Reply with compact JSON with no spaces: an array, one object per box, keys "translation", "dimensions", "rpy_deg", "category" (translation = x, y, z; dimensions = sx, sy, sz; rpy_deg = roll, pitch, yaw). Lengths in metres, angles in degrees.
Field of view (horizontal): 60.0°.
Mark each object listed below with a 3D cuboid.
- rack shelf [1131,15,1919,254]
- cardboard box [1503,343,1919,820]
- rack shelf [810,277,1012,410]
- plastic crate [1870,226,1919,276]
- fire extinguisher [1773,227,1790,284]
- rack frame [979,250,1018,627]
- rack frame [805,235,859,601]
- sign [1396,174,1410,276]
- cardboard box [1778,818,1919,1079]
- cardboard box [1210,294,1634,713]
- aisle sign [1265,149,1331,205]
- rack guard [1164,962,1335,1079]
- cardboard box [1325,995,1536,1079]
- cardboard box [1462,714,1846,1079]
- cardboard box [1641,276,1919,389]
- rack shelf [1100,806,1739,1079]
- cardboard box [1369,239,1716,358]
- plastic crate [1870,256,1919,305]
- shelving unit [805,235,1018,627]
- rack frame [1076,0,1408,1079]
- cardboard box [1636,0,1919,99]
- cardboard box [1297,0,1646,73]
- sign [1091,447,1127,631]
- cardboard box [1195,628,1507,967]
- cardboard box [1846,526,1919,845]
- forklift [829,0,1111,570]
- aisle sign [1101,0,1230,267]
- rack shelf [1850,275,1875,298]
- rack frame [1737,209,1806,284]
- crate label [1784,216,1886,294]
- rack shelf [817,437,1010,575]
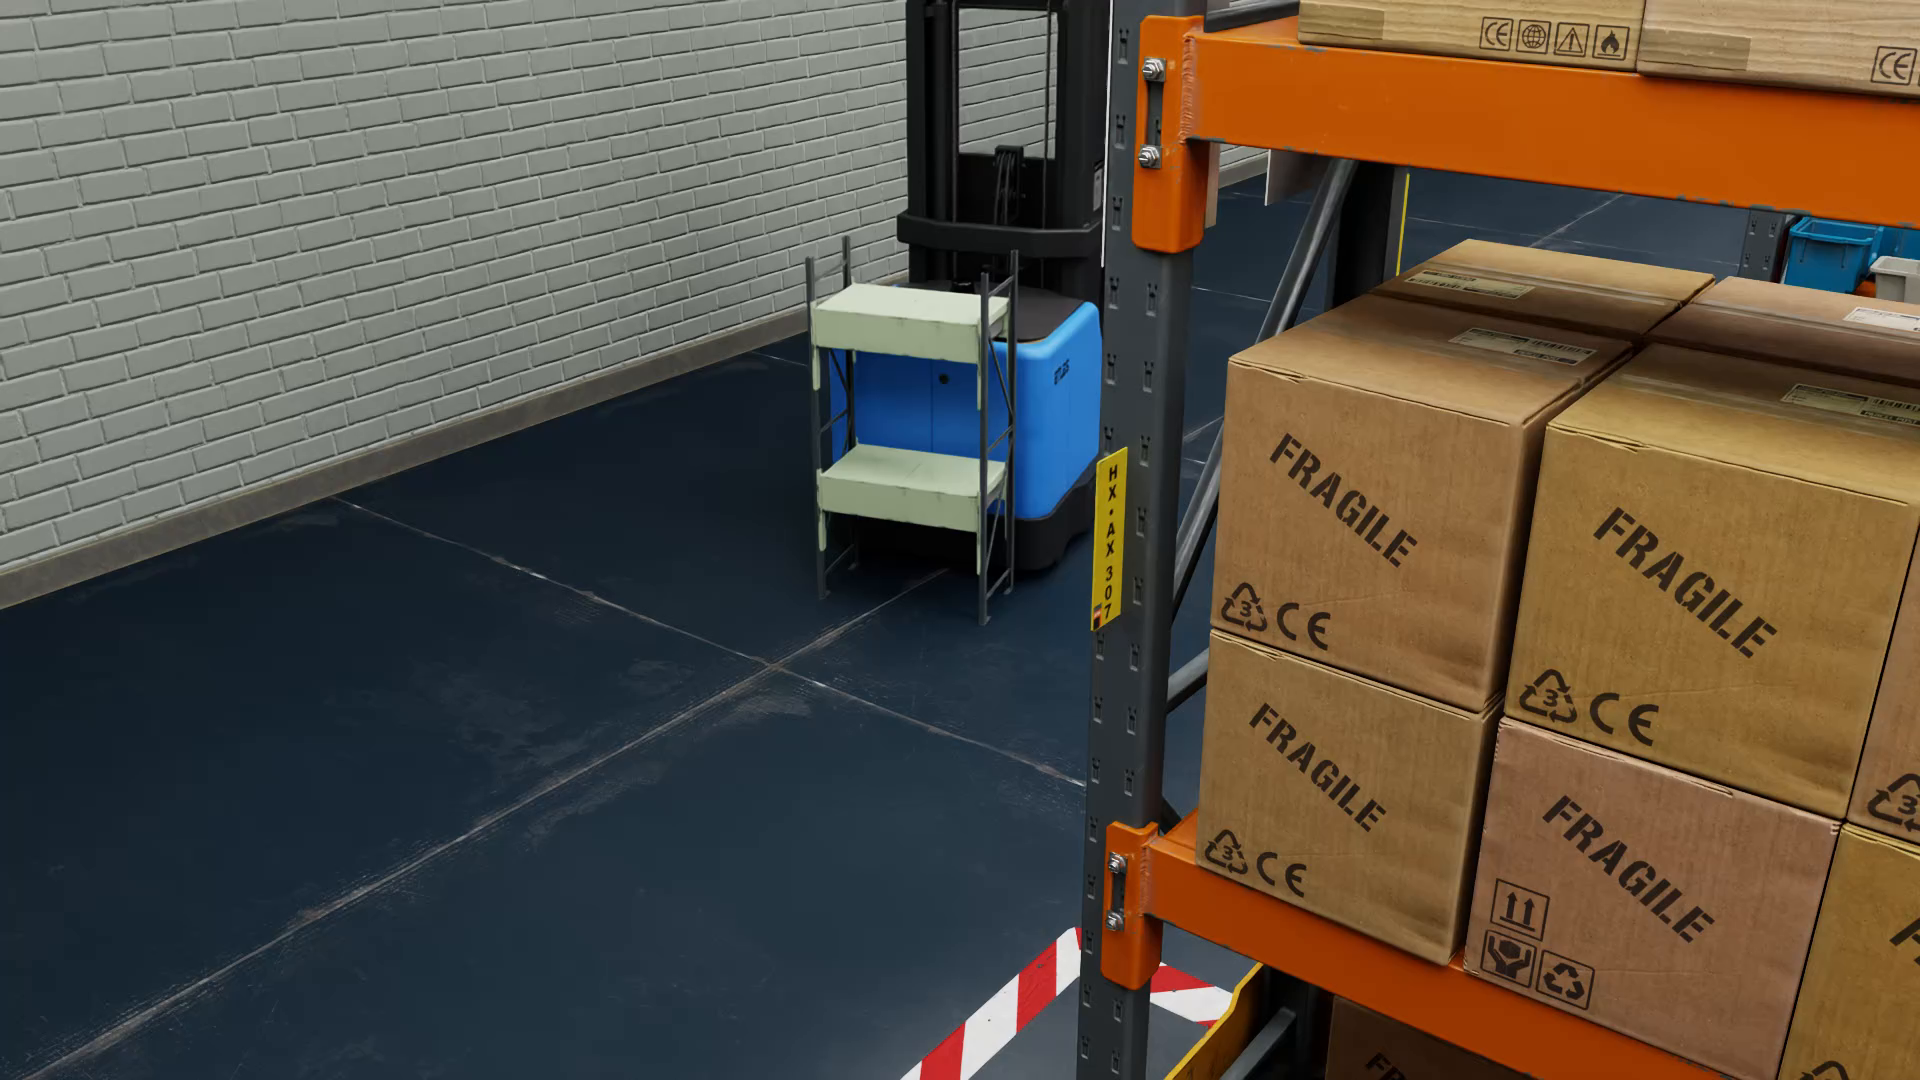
[{"translation":[2.192,-0.339,1.971],"dimensions":[4.000,0.370,1.077],"rpy_deg":[17,29,33],"category":"rack shelf"},{"translation":[1.212,0.034,2.588],"dimensions":[0.500,0.500,0.500],"rpy_deg":[17,29,34],"category":"cardboard box"},{"translation":[-0.188,-0.808,6.754],"dimensions":[0.720,0.370,0.431],"rpy_deg":[8,25,18],"category":"rack shelf"},{"translation":[3.946,-1.399,7.087],"dimensions":[0.499,0.435,0.616],"rpy_deg":[17,29,33],"category":"plastic crate"},{"translation":[3.718,-1.353,7.660],"dimensions":[0.183,0.674,0.296],"rpy_deg":[17,29,33],"category":"fire extinguisher"},{"translation":[0.156,-0.401,6.799],"dimensions":[0.023,1.500,0.400],"rpy_deg":[8,25,18],"category":"rack frame"},{"translation":[-0.532,-0.501,7.025],"dimensions":[0.023,1.500,0.400],"rpy_deg":[8,25,18],"category":"rack frame"},{"translation":[0.941,-0.628,3.626],"dimensions":[0.005,0.325,0.100],"rpy_deg":[17,29,33],"category":"sign"},{"translation":[1.605,0.613,2.514],"dimensions":[0.500,0.500,0.500],"rpy_deg":[17,29,33],"category":"cardboard box"},{"translation":[0.789,-0.090,2.870],"dimensions":[0.500,0.500,0.500],"rpy_deg":[18,29,35],"category":"cardboard box"},{"translation":[0.721,-1.084,3.266],"dimensions":[0.004,0.787,0.394],"rpy_deg":[17,29,33],"category":"aisle sign"},{"translation":[0.653,1.383,3.990],"dimensions":[0.348,0.500,1.175],"rpy_deg":[17,29,33],"category":"rack guard"},{"translation":[1.175,1.216,3.825],"dimensions":[0.500,0.500,0.500],"rpy_deg":[17,29,33],"category":"cardboard box"},{"translation":[1.205,0.491,2.792],"dimensions":[0.500,0.500,0.500],"rpy_deg":[16,29,33],"category":"cardboard box"},{"translation":[1.518,-0.141,2.987],"dimensions":[0.500,0.500,0.500],"rpy_deg":[18,29,35],"category":"cardboard box"},{"translation":[2.192,1.034,2.575],"dimensions":[4.000,0.370,1.077],"rpy_deg":[17,29,33],"category":"rack shelf"},{"translation":[1.113,-0.263,3.263],"dimensions":[0.500,0.500,0.500],"rpy_deg":[17,29,33],"category":"cardboard box"},{"translation":[3.773,-1.013,6.581],"dimensions":[0.298,0.136,0.250],"rpy_deg":[17,29,33],"category":"plastic crate"},{"translation":[-0.188,-0.451,6.912],"dimensions":[0.755,1.500,0.431],"rpy_deg":[8,25,18],"category":"shelving unit"},{"translation":[0.592,0.221,3.528],"dimensions":[0.127,3.000,1.000],"rpy_deg":[17,29,33],"category":"rack frame"},{"translation":[1.243,-0.752,2.202],"dimensions":[0.500,0.250,0.500],"rpy_deg":[17,29,33],"category":"cardboard box"},{"translation":[0.851,-0.877,2.485],"dimensions":[0.500,0.250,0.500],"rpy_deg":[17,29,33],"category":"cardboard box"},{"translation":[0.267,0.000,2.956],"dimensions":[0.005,0.325,0.100],"rpy_deg":[17,29,33],"category":"sign"},{"translation":[0.789,0.368,3.071],"dimensions":[0.500,0.500,0.500],"rpy_deg":[18,29,34],"category":"cardboard box"},{"translation":[1.609,0.157,2.310],"dimensions":[0.500,0.500,0.500],"rpy_deg":[17,29,34],"category":"cardboard box"},{"translation":[0.388,-1.777,8.147],"dimensions":[1.130,2.935,3.031],"rpy_deg":[8,25,18],"category":"forklift"},{"translation":[0.361,-0.890,2.826],"dimensions":[0.004,0.787,0.394],"rpy_deg":[17,29,33],"category":"aisle sign"},{"translation":[5.166,-0.563,6.201],"dimensions":[4.000,0.370,1.077],"rpy_deg":[17,29,33],"category":"rack shelf"},{"translation":[3.566,-1.376,7.153],"dimensions":[0.127,3.000,1.000],"rpy_deg":[17,29,33],"category":"rack frame"},{"translation":[3.566,-1.161,6.798],"dimensions":[0.303,0.233,0.416],"rpy_deg":[17,29,33],"category":"crate label"},{"translation":[-0.188,-0.153,7.044],"dimensions":[0.720,0.370,0.431],"rpy_deg":[8,25,18],"category":"rack shelf"}]
